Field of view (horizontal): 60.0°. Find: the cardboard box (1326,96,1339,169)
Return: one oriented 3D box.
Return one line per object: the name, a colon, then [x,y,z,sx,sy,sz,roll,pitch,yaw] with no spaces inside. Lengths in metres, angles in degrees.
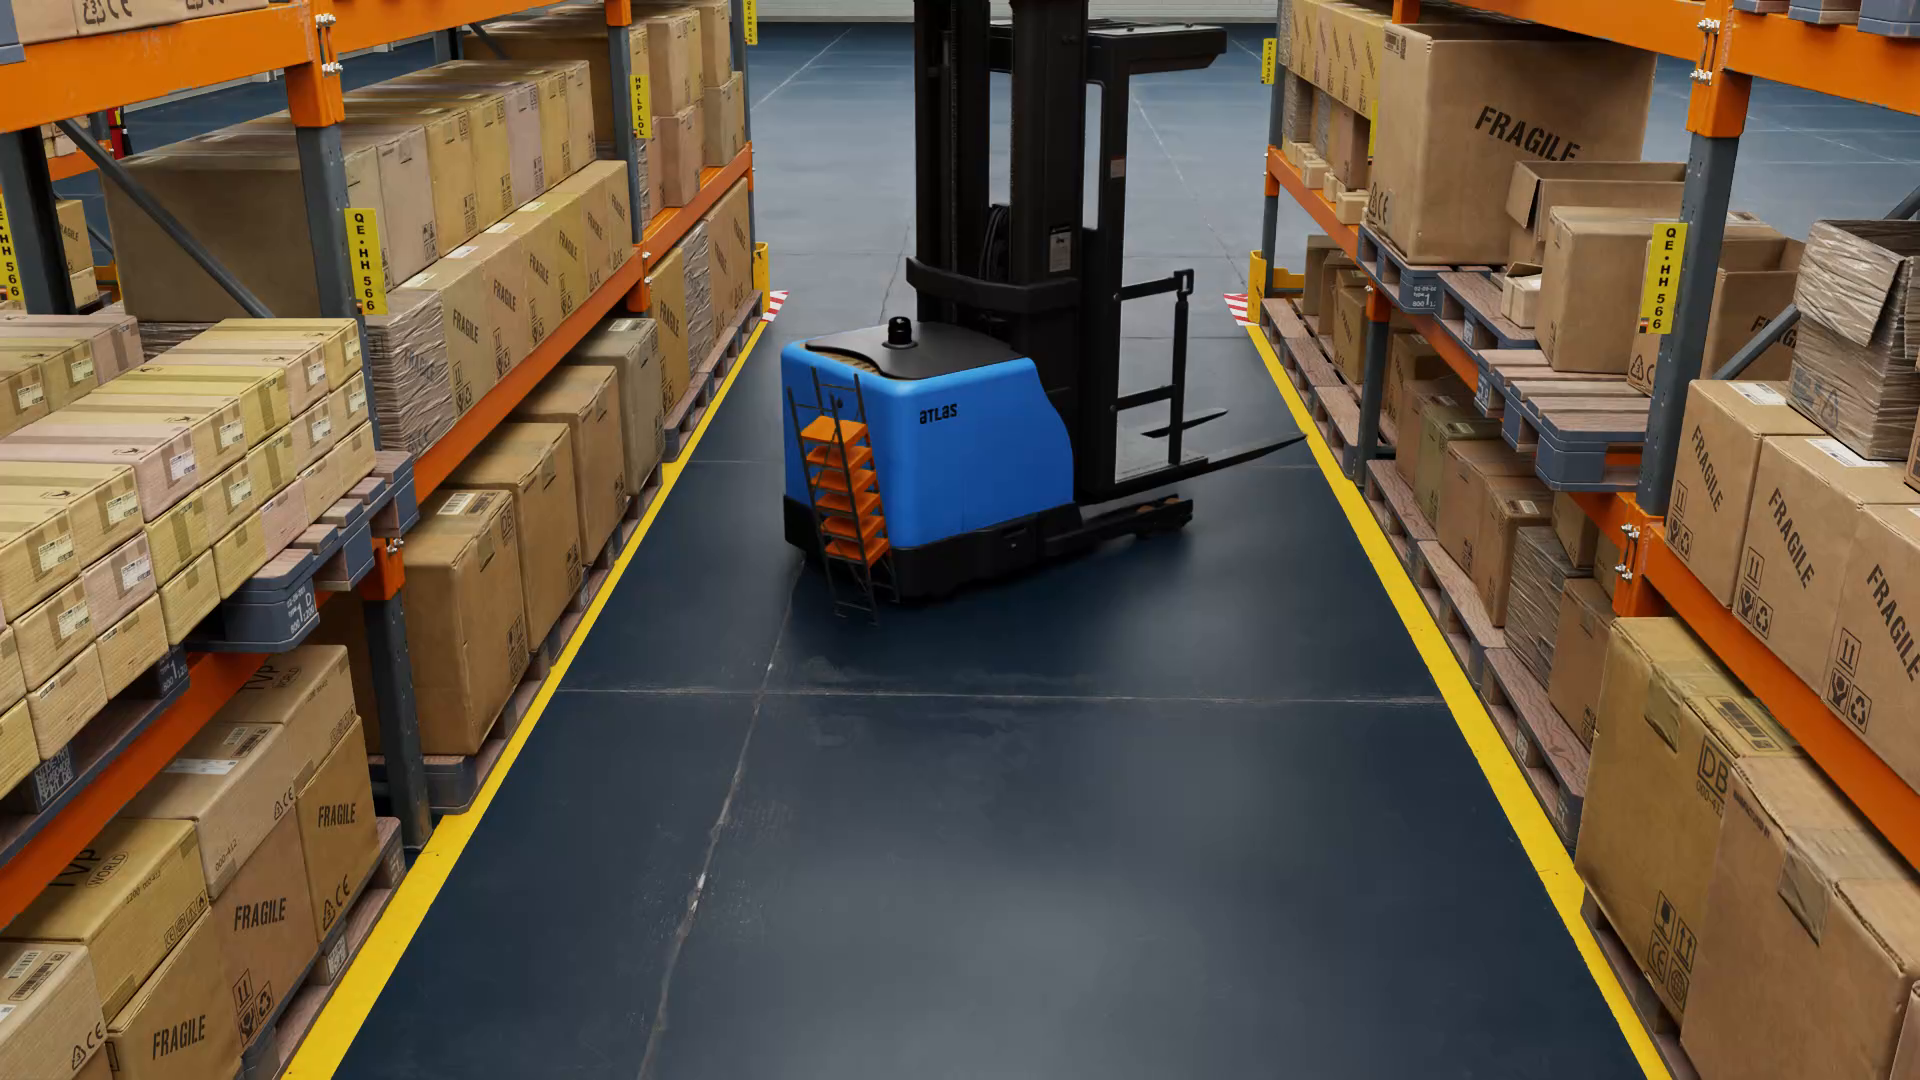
cardboard box: [2.816,-2.592,10.513,0.875,0.500,0.500,1,21,2]

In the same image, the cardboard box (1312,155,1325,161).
cardboard box: [2.562,-2.479,11.118,0.380,0.149,0.250,1,21,2]

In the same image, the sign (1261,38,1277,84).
sign: [2.298,-3.558,12.355,0.100,0.325,0.005,1,21,2]

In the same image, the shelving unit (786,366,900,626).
shelving unit: [-0.501,-0.177,7.310,0.258,1.200,0.189,12,39,29]

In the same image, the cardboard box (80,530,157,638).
cardboard box: [-1.955,0.086,3.517,0.380,0.149,0.250,1,21,3]

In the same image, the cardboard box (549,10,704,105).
cardboard box: [-2.128,-3.085,10.634,0.875,0.550,0.500,1,21,2]

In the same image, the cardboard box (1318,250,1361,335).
cardboard box: [2.821,-1.737,11.733,0.500,0.500,0.500,6,22,16]

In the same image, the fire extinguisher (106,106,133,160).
fire extinguisher: [-6.601,-3.258,12.885,0.296,0.674,0.183,1,21,2]

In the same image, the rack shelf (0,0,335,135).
rack shelf: [-2.418,-0.687,3.000,1.077,0.370,4.000,1,21,2]

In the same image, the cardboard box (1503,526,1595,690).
cardboard box: [2.601,0.261,6.557,0.700,0.500,0.500,-1,21,-3]

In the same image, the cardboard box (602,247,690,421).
cardboard box: [-2.147,-1.225,9.896,0.875,0.875,0.875,1,21,2]

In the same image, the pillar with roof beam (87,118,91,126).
pillar with roof beam: [-8.281,-10.157,22.267,9.100,9.000,0.400,1,21,2]

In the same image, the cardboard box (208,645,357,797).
cardboard box: [-2.116,0.523,4.872,0.500,0.250,0.500,0,21,0]

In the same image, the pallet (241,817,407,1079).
pallet: [-2.383,1.236,5.053,1.003,0.211,1.213,1,21,2]

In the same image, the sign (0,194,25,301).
sign: [-2.912,-0.892,5.080,0.100,0.325,0.005,1,21,2]

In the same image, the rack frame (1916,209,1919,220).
rack frame: [7.791,-3.094,12.356,1.000,3.000,0.127,1,21,2]

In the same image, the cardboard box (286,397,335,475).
cardboard box: [-1.924,-0.284,4.470,0.380,0.149,0.250,1,21,4]

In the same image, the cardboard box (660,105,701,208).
cardboard box: [-2.109,-2.390,10.334,0.875,0.550,0.550,1,21,2]

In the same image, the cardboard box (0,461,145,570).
cardboard box: [-1.956,-0.053,3.464,0.380,0.149,0.250,2,21,4]

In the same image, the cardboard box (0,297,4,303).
cardboard box: [-6.864,-1.857,11.353,0.500,0.500,0.500,0,21,0]

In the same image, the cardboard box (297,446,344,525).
cardboard box: [-1.923,-0.153,4.542,0.380,0.149,0.250,1,21,1]

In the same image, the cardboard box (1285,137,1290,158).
cardboard box: [2.567,-2.841,12.051,0.380,0.149,0.250,1,21,2]

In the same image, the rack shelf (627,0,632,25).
rack shelf: [-2.175,-3.579,10.455,1.077,0.370,4.000,1,21,2]

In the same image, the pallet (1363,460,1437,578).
pallet: [2.696,-0.121,8.548,1.003,0.211,1.213,1,21,2]

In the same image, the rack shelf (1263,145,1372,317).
rack shelf: [2.779,-2.090,10.763,1.077,0.370,4.000,1,21,2]

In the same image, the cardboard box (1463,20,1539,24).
cardboard box: [2.986,-2.514,8.929,0.500,0.500,0.500,1,21,2]

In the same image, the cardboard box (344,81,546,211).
cardboard box: [-2.275,-1.758,7.392,0.700,0.500,0.500,1,21,2]

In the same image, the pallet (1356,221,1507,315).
pallet: [2.550,-1.338,8.096,1.003,0.211,1.213,1,21,2]

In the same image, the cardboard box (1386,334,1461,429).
cardboard box: [2.771,-0.877,9.517,0.500,0.500,0.500,0,21,0]

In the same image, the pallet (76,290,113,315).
pallet: [-7.127,-1.637,12.455,1.003,0.211,1.213,1,21,2]

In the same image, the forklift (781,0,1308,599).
forklift: [0.589,-1.509,8.367,3.031,2.935,1.130,-16,26,-36]

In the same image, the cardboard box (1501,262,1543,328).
cardboard box: [2.378,-0.995,6.552,0.396,0.266,0.258,0,21,0]

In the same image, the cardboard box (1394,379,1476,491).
cardboard box: [2.678,-0.520,8.570,0.700,0.500,0.500,-1,21,-3]

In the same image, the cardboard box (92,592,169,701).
cardboard box: [-1.957,0.221,3.578,0.380,0.149,0.250,1,21,3]

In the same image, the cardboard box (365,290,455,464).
cardboard box: [-2.074,-0.553,5.669,0.500,0.500,0.500,1,21,2]

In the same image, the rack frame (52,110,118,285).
rack frame: [-7.065,-3.257,12.778,1.000,3.000,0.127,1,21,2]

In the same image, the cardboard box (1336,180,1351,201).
cardboard box: [2.519,-2.117,10.187,0.380,0.149,0.250,1,21,2]

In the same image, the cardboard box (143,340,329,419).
cardboard box: [-1.924,-0.430,4.435,0.380,0.149,0.250,0,21,1]

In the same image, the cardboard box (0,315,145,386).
cardboard box: [-2.565,-0.536,4.709,0.380,0.149,0.250,1,21,2]

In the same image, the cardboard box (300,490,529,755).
cardboard box: [-2.249,0.287,6.172,1.050,0.750,0.750,0,21,1]

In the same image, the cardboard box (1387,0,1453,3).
cardboard box: [3.043,-3.237,10.792,0.500,0.500,0.500,1,21,2]

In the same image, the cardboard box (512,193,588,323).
cardboard box: [-2.015,-1.283,7.550,0.500,0.500,0.500,1,21,2]

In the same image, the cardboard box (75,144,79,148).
cardboard box: [-6.863,-3.003,12.468,0.380,0.149,0.250,1,21,3]

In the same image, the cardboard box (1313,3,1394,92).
cardboard box: [2.506,-3.062,10.341,0.500,0.500,0.500,1,21,2]

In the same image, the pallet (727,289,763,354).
pallet: [-2.060,-1.650,12.489,1.003,0.211,1.213,1,21,2]

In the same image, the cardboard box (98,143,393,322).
cardboard box: [-2.334,-1.022,5.496,0.700,0.500,0.500,1,21,1]

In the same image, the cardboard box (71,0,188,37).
cardboard box: [-2.123,-1.402,3.710,0.500,0.500,0.500,1,21,2]

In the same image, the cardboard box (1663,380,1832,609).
cardboard box: [2.310,-0.130,4.578,0.500,0.500,0.500,1,21,3]

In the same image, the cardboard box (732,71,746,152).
cardboard box: [-2.080,-3.175,12.357,0.875,0.550,0.550,1,21,2]

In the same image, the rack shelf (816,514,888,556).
rack shelf: [-0.480,-0.041,7.401,0.258,0.103,0.180,12,39,29]

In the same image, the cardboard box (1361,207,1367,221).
cardboard box: [2.448,-1.756,9.256,0.380,0.149,0.250,1,21,2]

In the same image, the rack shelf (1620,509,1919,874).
rack shelf: [2.536,0.803,3.308,1.077,0.370,4.000,1,21,2]

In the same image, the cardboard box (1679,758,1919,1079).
cardboard box: [2.520,1.110,3.877,1.225,0.875,0.875,1,21,2]

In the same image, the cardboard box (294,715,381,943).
cardboard box: [-2.116,0.863,5.032,0.500,0.500,0.500,1,21,1]

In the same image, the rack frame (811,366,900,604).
rack frame: [-0.456,-0.226,7.372,0.240,1.200,0.006,12,39,29]
